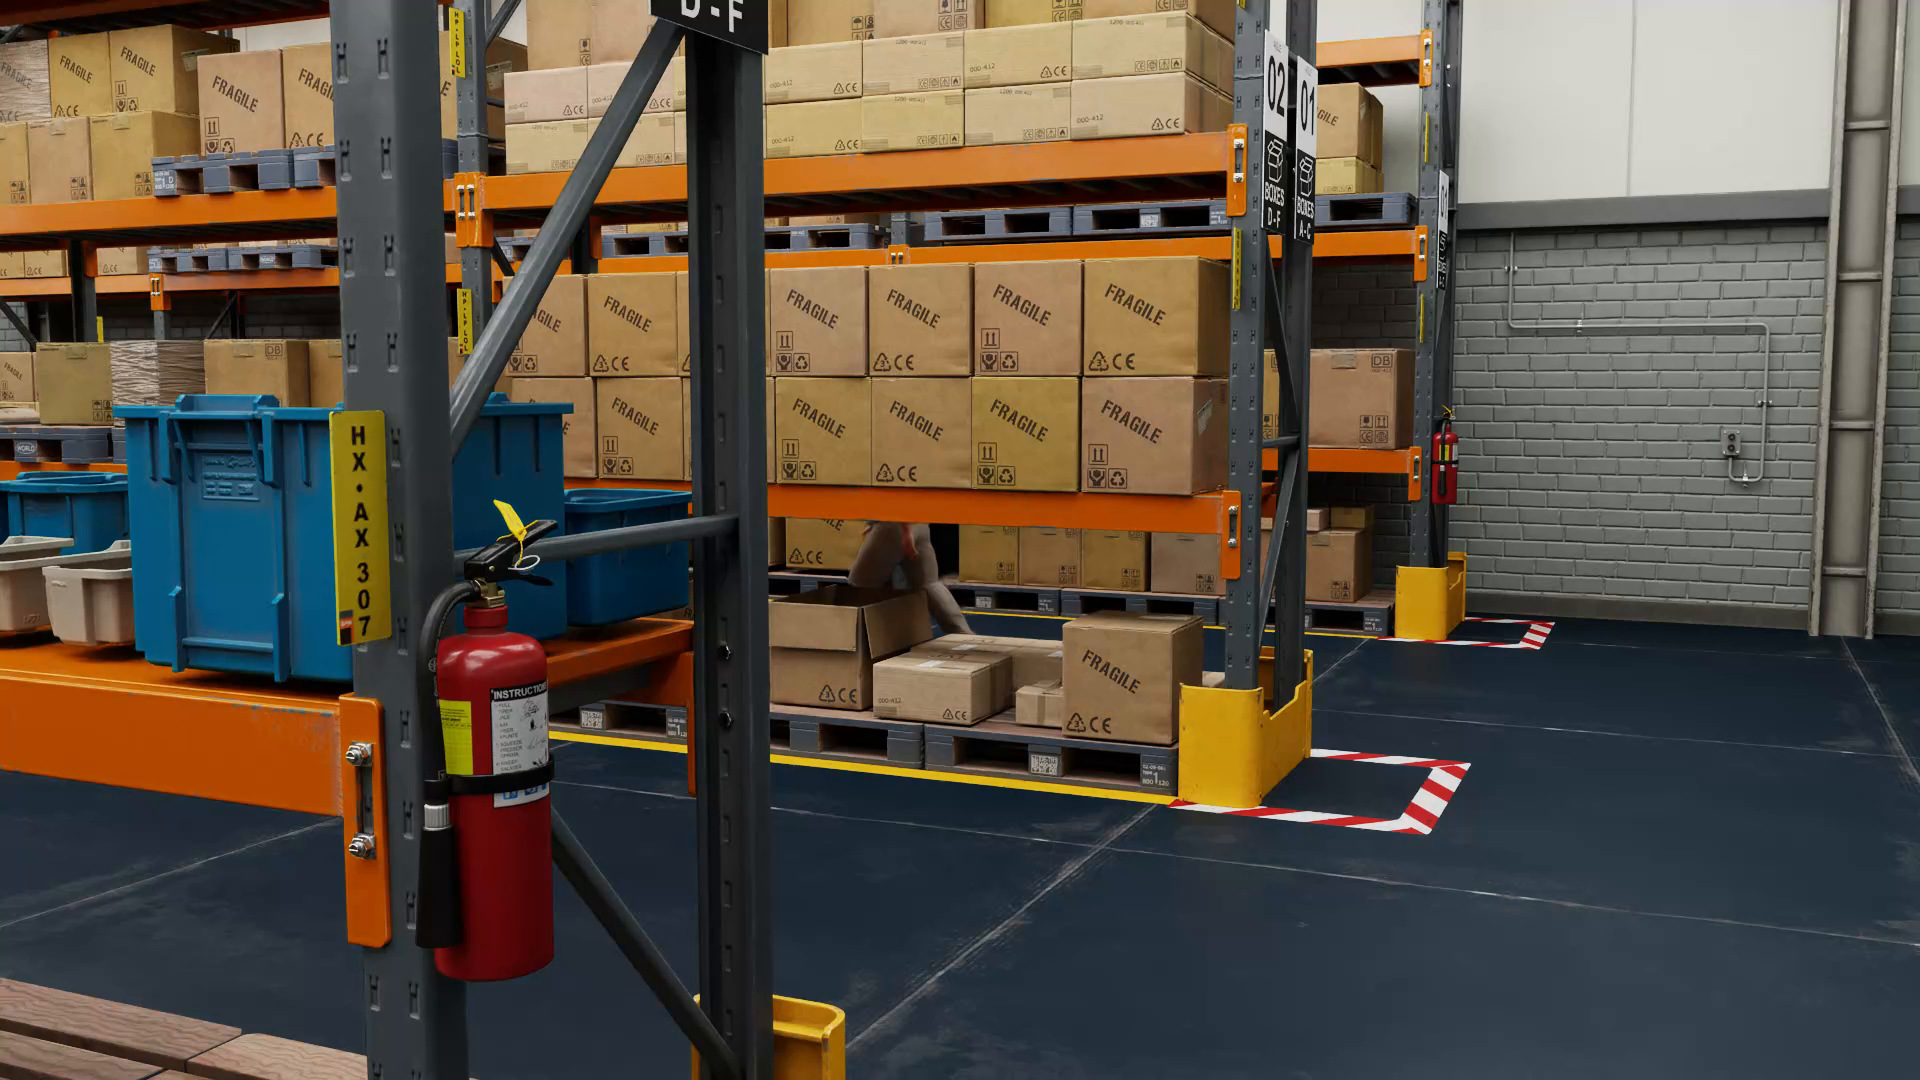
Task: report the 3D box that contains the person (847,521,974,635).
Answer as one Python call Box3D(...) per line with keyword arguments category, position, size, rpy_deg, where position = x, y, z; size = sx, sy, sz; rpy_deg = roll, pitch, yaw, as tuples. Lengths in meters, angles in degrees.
Box3D(category="person", position=(-0.426, -0.066, 10.345), size=(1.113, 1.651, 0.576), rpy_deg=(2, 6, 22))
